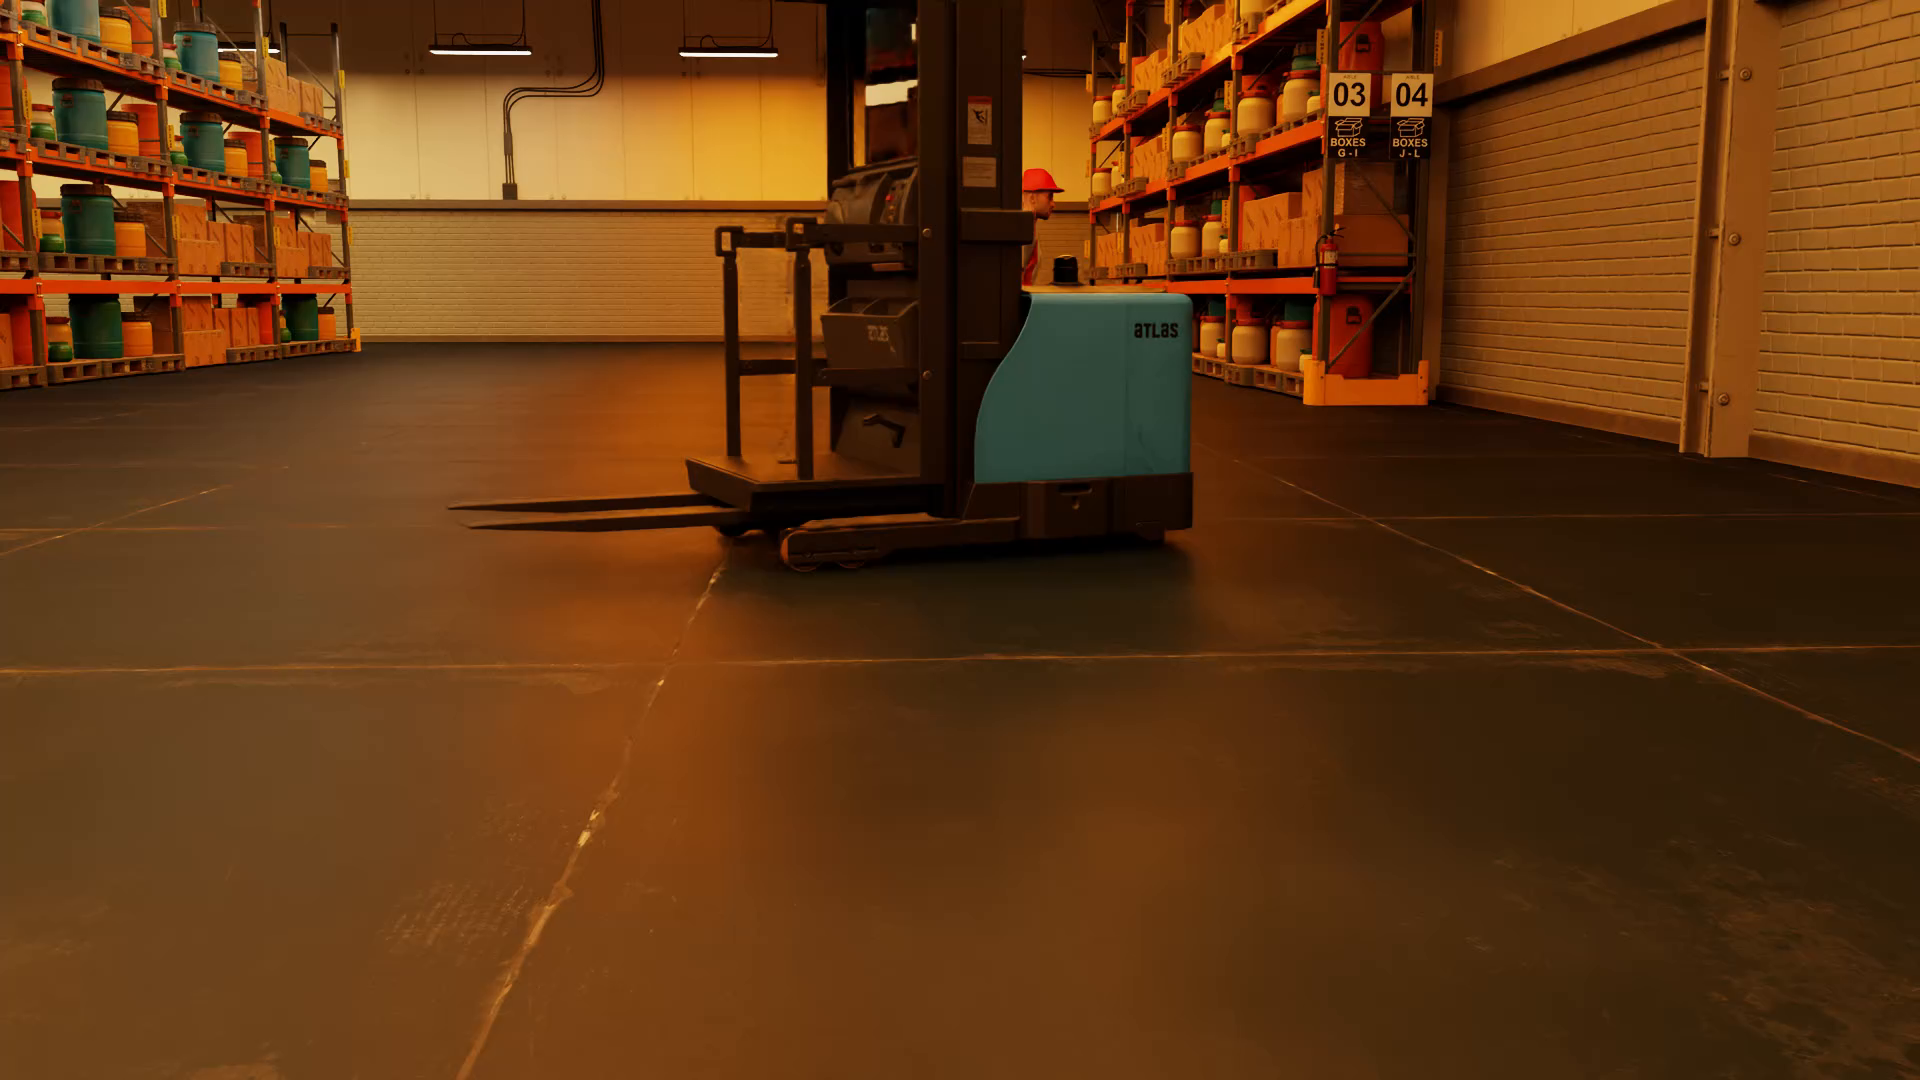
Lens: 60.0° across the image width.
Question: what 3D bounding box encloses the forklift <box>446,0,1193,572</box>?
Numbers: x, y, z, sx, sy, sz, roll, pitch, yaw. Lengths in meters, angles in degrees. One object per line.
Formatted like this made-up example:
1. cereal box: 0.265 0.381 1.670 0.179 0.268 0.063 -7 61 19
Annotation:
1. forklift: -0.558 -1.412 6.837 3.031 2.935 1.130 -4 9 -24

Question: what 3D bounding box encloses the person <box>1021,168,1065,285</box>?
1. person: 0.369 -1.232 9.571 0.455 1.777 0.609 1 8 5
